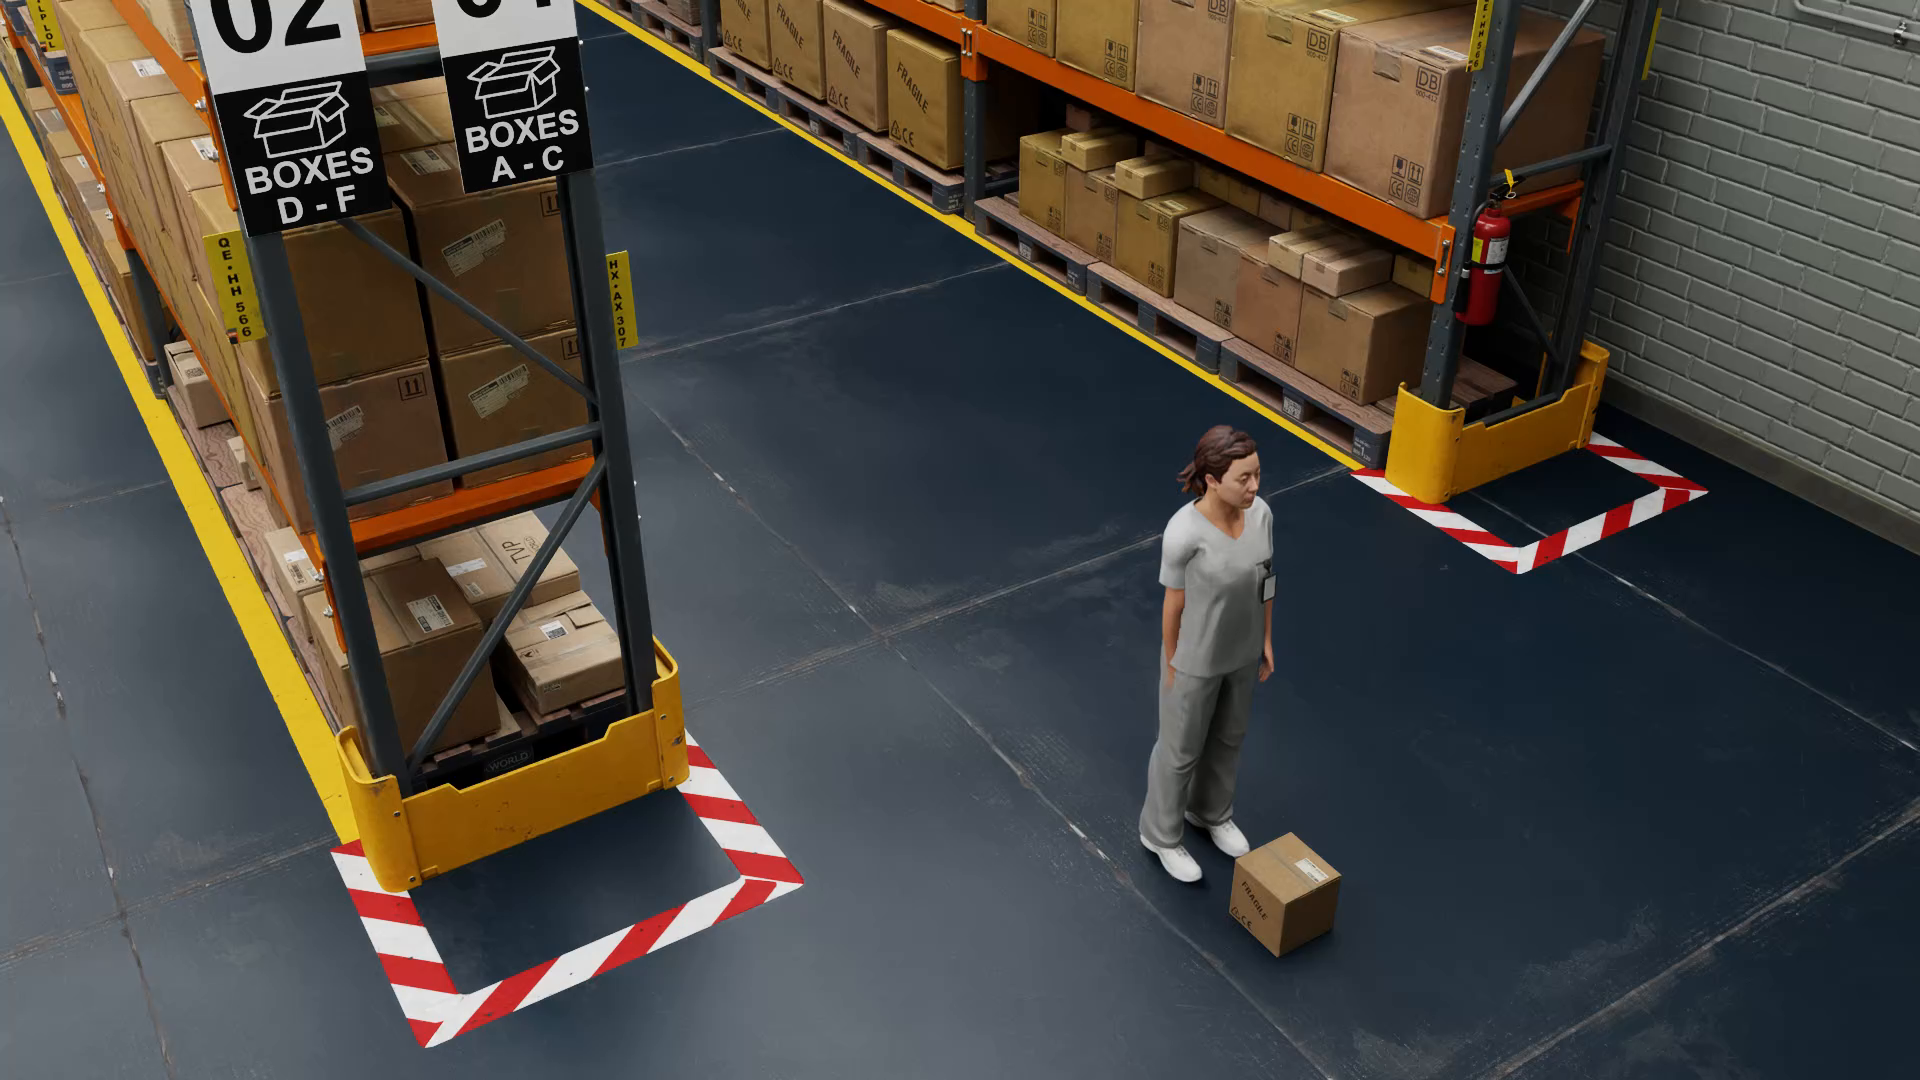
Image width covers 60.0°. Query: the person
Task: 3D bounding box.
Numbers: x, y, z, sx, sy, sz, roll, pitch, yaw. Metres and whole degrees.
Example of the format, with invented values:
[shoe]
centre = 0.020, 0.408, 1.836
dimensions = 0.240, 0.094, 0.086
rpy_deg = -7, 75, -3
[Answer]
[person]
centre = 0.846, 0.379, 5.555
dimensions = 0.439, 1.675, 0.380
rpy_deg = -18, 37, -26
